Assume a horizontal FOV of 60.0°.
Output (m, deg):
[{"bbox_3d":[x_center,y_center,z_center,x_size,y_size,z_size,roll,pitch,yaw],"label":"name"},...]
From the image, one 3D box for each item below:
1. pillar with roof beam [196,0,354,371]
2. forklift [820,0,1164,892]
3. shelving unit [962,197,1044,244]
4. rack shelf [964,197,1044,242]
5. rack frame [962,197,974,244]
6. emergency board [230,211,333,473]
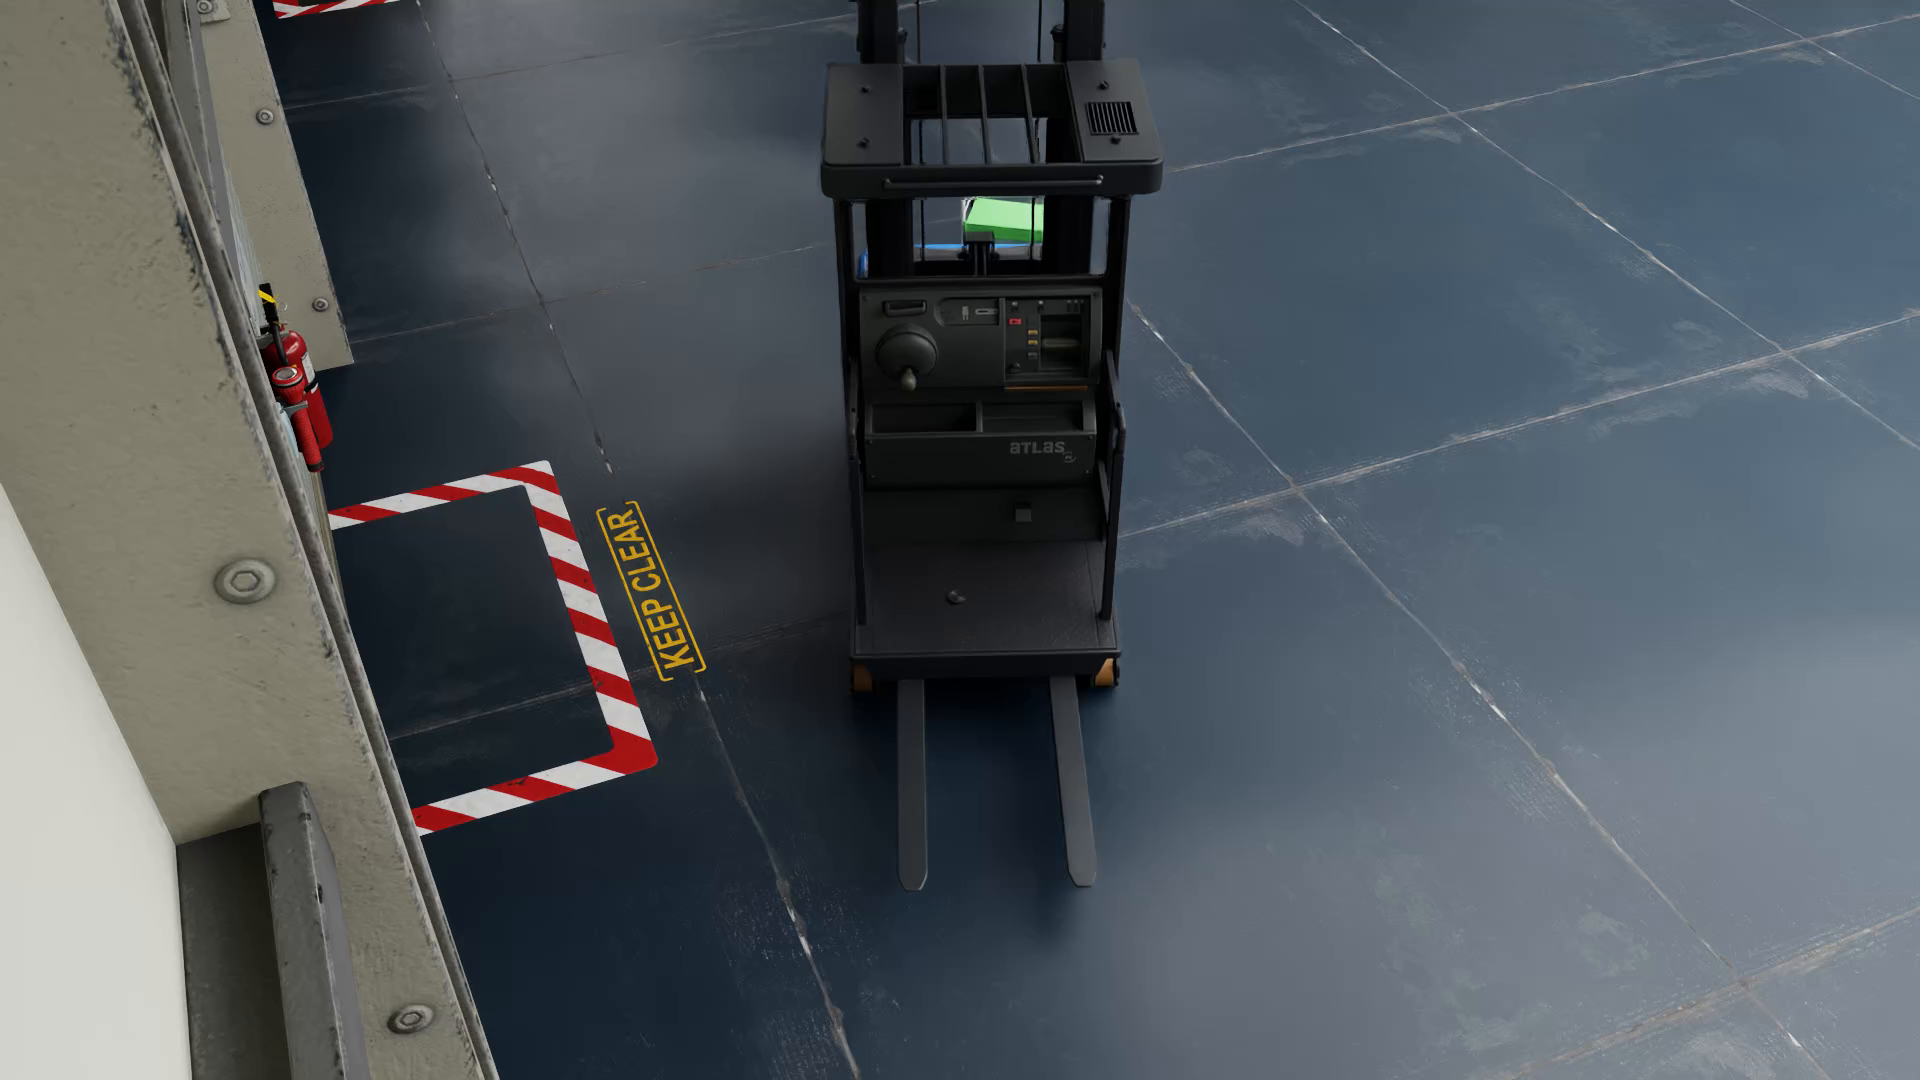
[{"bbox_3d":[0.569,-5.498,7.160,9.100,9.000,0.400,-15,43,-17],"label":"pillar with roof beam"},{"bbox_3d":[0.089,-0.694,6.228,1.130,2.935,3.031,-1,41,-1],"label":"forklift"},{"bbox_3d":[0.277,-1.160,8.097,0.503,1.200,0.258,7,41,9],"label":"shelving unit"},{"bbox_3d":[0.277,-1.475,7.826,0.480,0.148,0.258,7,41,9],"label":"rack shelf"},{"bbox_3d":[0.038,-1.191,8.134,0.015,1.200,0.240,7,41,9],"label":"rack frame"},{"bbox_3d":[-2.498,-0.651,6.125,0.194,1.169,0.643,-15,43,-17],"label":"emergency board"}]
